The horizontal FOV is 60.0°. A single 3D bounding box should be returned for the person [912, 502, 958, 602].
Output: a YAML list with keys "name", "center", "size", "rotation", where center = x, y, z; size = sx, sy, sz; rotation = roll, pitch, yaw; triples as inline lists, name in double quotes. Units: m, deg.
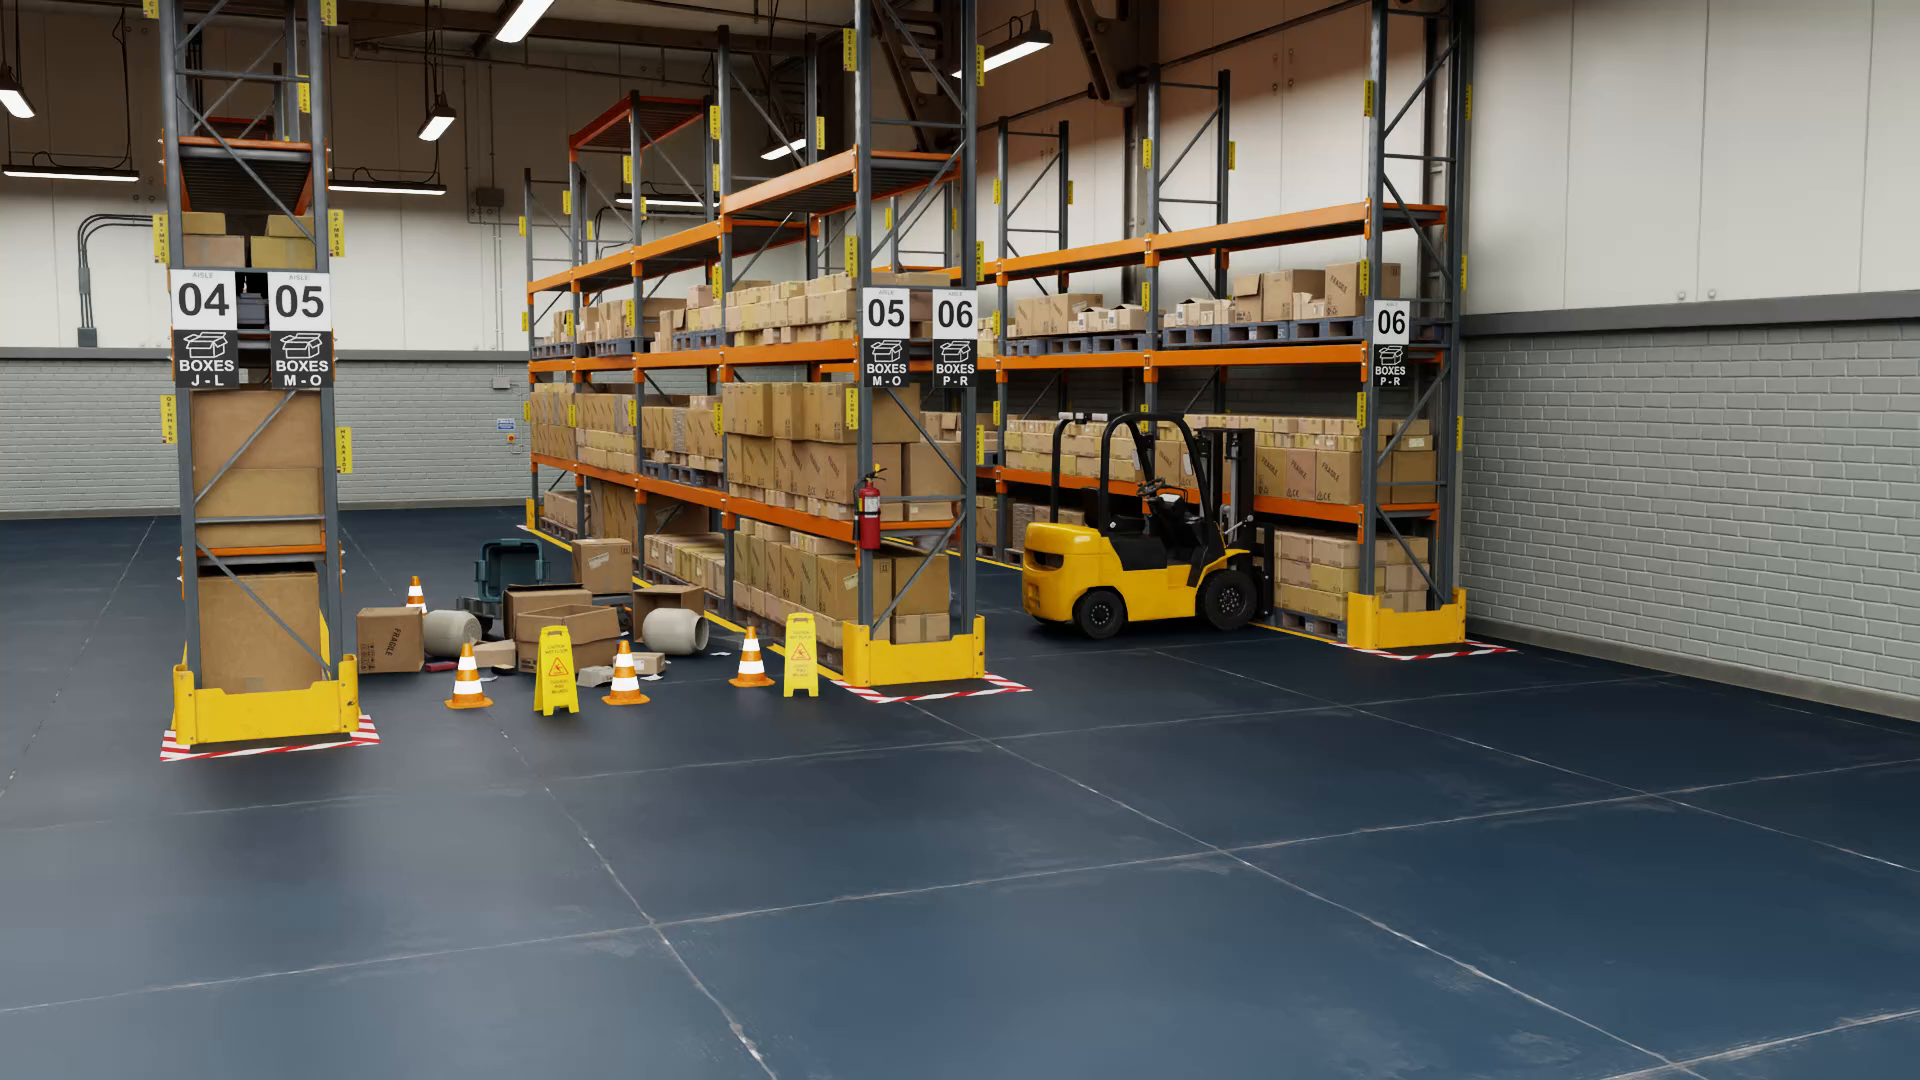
- name: "person"
  center: [-0.230, -0.110, 17.663]
  size: [0.590, 1.761, 0.635]
  rotation: [5, 7, 40]
